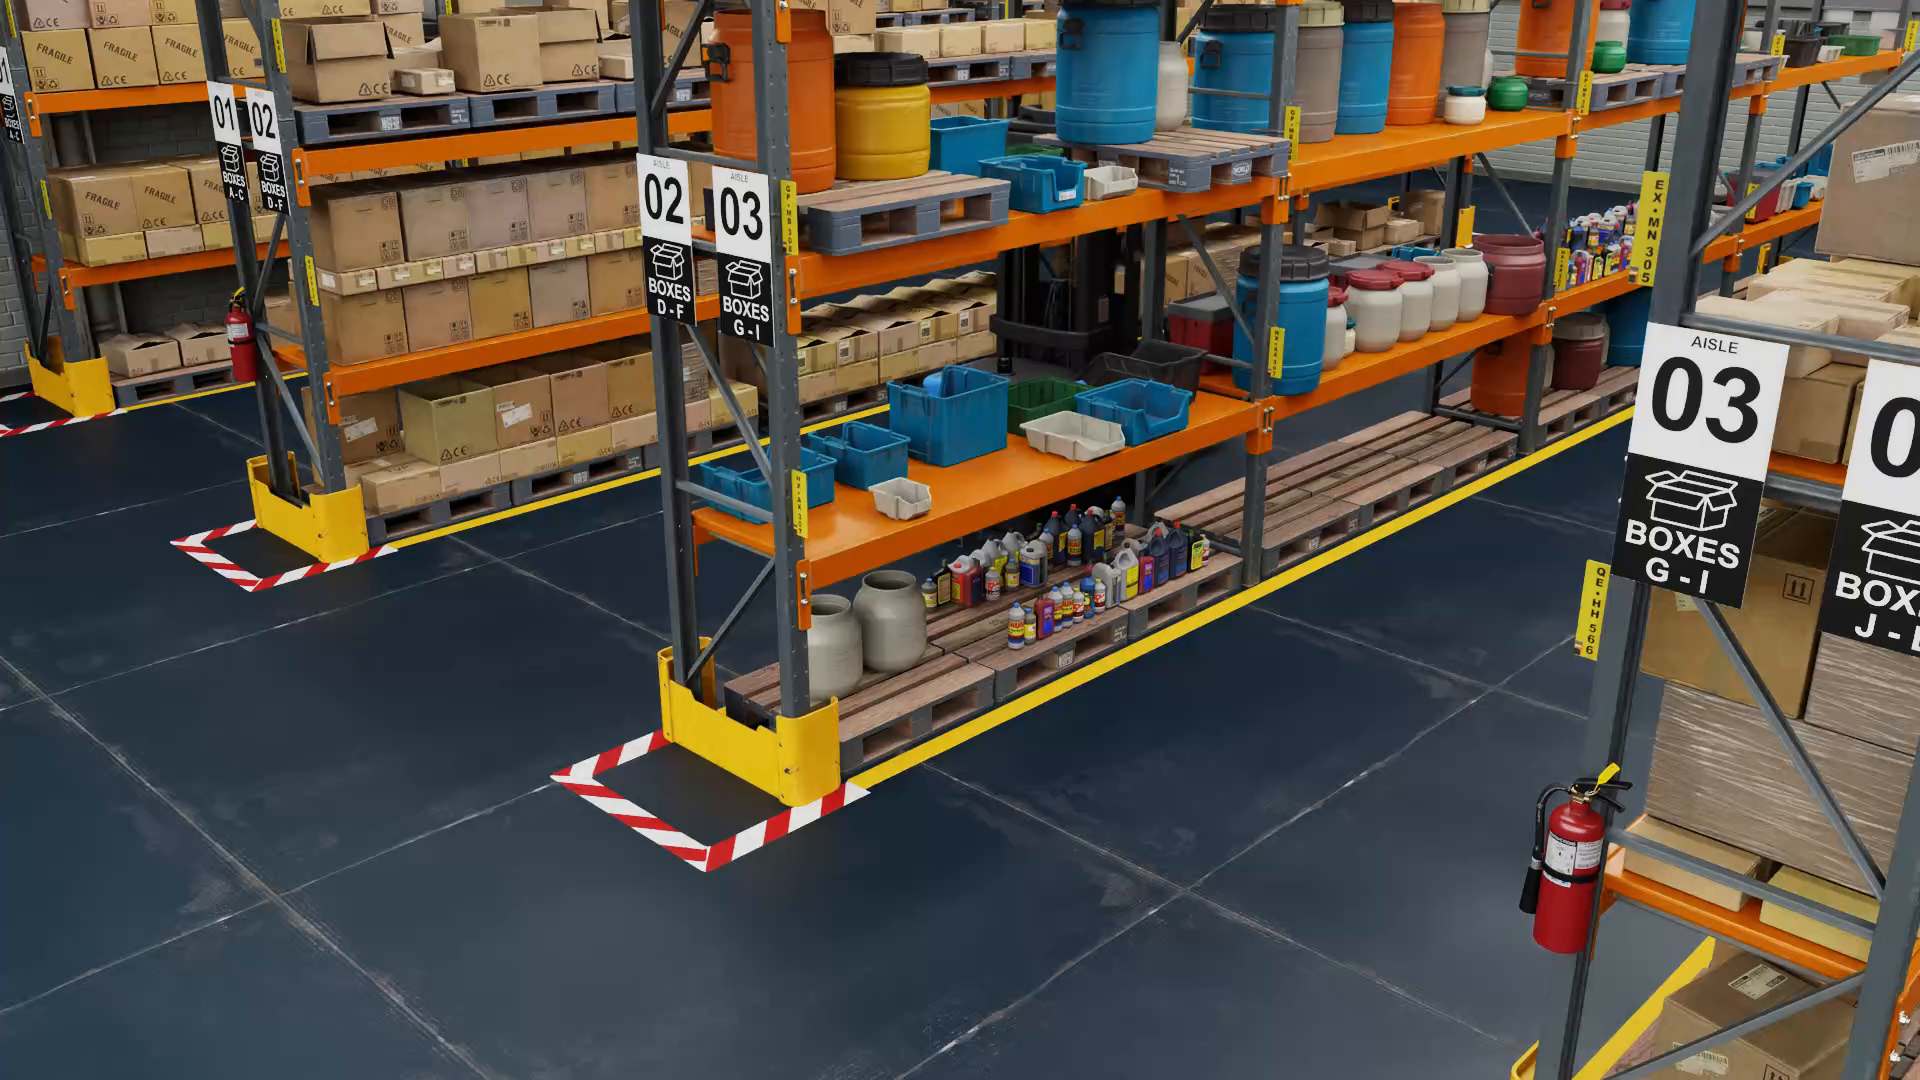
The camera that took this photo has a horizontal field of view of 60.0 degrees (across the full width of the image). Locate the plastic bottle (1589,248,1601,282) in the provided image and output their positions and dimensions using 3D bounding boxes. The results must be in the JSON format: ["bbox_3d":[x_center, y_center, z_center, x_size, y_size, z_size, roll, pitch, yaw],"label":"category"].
[{"bbox_3d":[5.406,-2.356,14.186,0.061,0.283,0.133,19,28,41],"label":"plastic bottle"}]

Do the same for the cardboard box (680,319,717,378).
[{"bbox_3d":[-2.461,-1.672,14.447,0.500,0.500,0.500,19,28,41],"label":"cardboard box"}]

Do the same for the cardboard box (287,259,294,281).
[{"bbox_3d":[-4.573,-1.918,11.840,0.380,0.149,0.250,19,28,40],"label":"cardboard box"}]

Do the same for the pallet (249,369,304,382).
[{"bbox_3d":[-6.759,-1.891,16.701,1.003,0.211,1.213,19,28,41],"label":"pallet"}]

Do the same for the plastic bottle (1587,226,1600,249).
[{"bbox_3d":[5.913,-2.826,15.523,0.097,0.201,0.097,0,21,0],"label":"plastic bottle"}]

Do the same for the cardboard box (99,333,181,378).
[{"bbox_3d":[-7.708,-1.767,15.625,0.500,0.311,0.500,15,26,35],"label":"cardboard box"}]

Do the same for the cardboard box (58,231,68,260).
[{"bbox_3d":[-8.068,-2.769,15.280,0.500,0.250,0.500,-20,28,-41],"label":"cardboard box"}]

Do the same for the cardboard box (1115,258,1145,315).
[{"bbox_3d":[1.761,-2.699,17.786,0.500,0.500,0.500,18,27,39],"label":"cardboard box"}]

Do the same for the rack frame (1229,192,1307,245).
[{"bbox_3d":[3.668,-4.507,19.620,1.000,3.000,0.127,19,28,41],"label":"rack frame"}]

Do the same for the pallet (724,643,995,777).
[{"bbox_3d":[-0.567,0.881,9.488,1.003,0.211,1.213,19,28,41],"label":"pallet"}]

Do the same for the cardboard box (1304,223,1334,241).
[{"bbox_3d":[4.385,-3.868,21.090,0.500,0.311,0.500,19,28,41],"label":"cardboard box"}]

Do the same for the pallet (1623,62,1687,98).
[{"bbox_3d":[5.948,-4.060,14.539,1.003,0.211,1.213,19,28,41],"label":"pallet"}]

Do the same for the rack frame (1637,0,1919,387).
[{"bbox_3d":[2.392,-1.742,4.065,1.000,3.000,0.127,19,28,41],"label":"rack frame"}]

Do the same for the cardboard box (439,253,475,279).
[{"bbox_3d":[-3.740,-2.015,12.094,0.380,0.149,0.250,19,28,40],"label":"cardboard box"}]

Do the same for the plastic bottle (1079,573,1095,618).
[{"bbox_3d":[0.781,0.333,10.218,0.097,0.271,0.097,0,21,0],"label":"plastic bottle"}]

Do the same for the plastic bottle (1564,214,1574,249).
[{"bbox_3d":[5.561,-2.832,15.330,0.144,0.351,0.185,19,28,41],"label":"plastic bottle"}]

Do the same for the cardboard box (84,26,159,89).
[{"bbox_3d":[-7.443,-4.270,14.655,0.500,0.500,0.500,-18,27,-39],"label":"cardboard box"}]

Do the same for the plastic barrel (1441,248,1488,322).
[{"bbox_3d":[3.859,-1.972,12.869,0.421,0.512,0.421,0,21,0],"label":"plastic barrel"}]

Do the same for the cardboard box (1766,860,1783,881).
[{"bbox_3d":[2.617,0.986,5.678,0.380,0.149,0.250,19,28,41],"label":"cardboard box"}]

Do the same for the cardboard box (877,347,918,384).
[{"bbox_3d":[-0.737,-1.670,15.485,0.500,0.250,0.500,18,28,39],"label":"cardboard box"}]

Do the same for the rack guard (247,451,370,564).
[{"bbox_3d":[-4.720,-0.249,12.027,1.175,0.500,0.348,19,28,41],"label":"rack guard"}]

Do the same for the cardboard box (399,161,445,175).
[{"bbox_3d":[-5.573,-3.780,16.864,0.500,0.500,0.500,19,28,41],"label":"cardboard box"}]

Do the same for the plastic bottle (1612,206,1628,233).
[{"bbox_3d":[6.363,-3.091,16.108,0.152,0.276,0.135,19,28,41],"label":"plastic bottle"}]

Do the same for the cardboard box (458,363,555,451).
[{"bbox_3d":[-3.483,-1.028,12.770,0.500,0.500,0.500,19,28,41],"label":"cardboard box"}]

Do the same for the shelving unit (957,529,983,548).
[{"bbox_3d":[0.006,-0.422,11.919,0.258,0.900,0.210,19,28,41],"label":"shelving unit"}]

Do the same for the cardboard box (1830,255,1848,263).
[{"bbox_3d":[3.275,-0.940,5.813,0.380,0.149,0.250,18,27,38],"label":"cardboard box"}]

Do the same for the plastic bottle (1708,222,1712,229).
[{"bbox_3d":[7.110,-2.955,15.858,0.097,0.201,0.097,0,21,0],"label":"plastic bottle"}]

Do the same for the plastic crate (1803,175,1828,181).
[{"bbox_3d":[9.566,-3.945,18.440,0.396,0.136,0.243,19,28,41],"label":"plastic crate"}]

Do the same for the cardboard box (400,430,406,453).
[{"bbox_3d":[-4.201,-0.678,12.905,0.500,0.250,0.500,19,28,41],"label":"cardboard box"}]

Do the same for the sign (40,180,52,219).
[{"bbox_3d":[-7.866,-2.930,14.309,0.100,0.325,0.005,19,28,41],"label":"sign"}]

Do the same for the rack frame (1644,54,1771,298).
[{"bbox_3d":[7.214,-3.266,16.392,1.000,3.000,0.127,19,28,41],"label":"rack frame"}]

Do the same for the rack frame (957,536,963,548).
[{"bbox_3d":[-0.065,-0.396,11.851,0.240,0.900,0.006,19,28,41],"label":"rack frame"}]

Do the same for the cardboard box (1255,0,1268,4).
[{"bbox_3d":[3.264,-6.085,18.681,0.600,0.600,0.600,16,26,36],"label":"cardboard box"}]

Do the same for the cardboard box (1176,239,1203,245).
[{"bbox_3d":[2.438,-3.216,19.131,0.500,0.500,0.500,20,29,41],"label":"cardboard box"}]

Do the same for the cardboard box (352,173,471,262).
[{"bbox_3d":[-3.969,-2.342,12.038,0.700,0.500,0.500,18,28,39],"label":"cardboard box"}]

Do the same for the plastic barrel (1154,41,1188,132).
[{"bbox_3d":[1.192,-2.797,10.248,0.421,0.512,0.421,0,21,0],"label":"plastic barrel"}]

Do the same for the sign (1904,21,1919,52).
[{"bbox_3d":[10.410,-5.512,18.200,0.100,0.325,0.005,19,28,41],"label":"sign"}]

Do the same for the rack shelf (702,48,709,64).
[{"bbox_3d":[-4.070,-5.268,18.421,1.077,0.370,4.000,19,28,41],"label":"rack shelf"}]

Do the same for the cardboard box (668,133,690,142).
[{"bbox_3d":[-3.366,-4.696,19.359,0.700,0.500,0.500,16,26,36],"label":"cardboard box"}]

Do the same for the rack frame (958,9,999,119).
[{"bbox_3d":[0.116,-5.746,22.843,1.000,3.000,0.127,19,28,41],"label":"rack frame"}]

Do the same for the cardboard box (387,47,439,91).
[{"bbox_3d":[-4.089,-3.376,11.924,0.500,0.250,0.500,19,28,41],"label":"cardboard box"}]

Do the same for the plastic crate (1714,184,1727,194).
[{"bbox_3d":[8.214,-3.694,17.789,0.293,0.136,0.466,19,28,41],"label":"plastic crate"}]

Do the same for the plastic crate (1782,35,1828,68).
[{"bbox_3d":[8.277,-4.856,16.529,0.497,0.269,0.590,19,28,41],"label":"plastic crate"}]

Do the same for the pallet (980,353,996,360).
[{"bbox_3d":[0.275,-1.975,16.920,1.003,0.211,1.213,19,28,41],"label":"pallet"}]

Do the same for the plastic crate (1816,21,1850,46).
[{"bbox_3d":[9.536,-5.604,18.476,0.497,0.269,0.590,19,28,41],"label":"plastic crate"}]

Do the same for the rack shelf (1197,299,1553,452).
[{"bbox_3d":[3.029,-1.388,12.508,1.077,0.370,4.000,19,28,41],"label":"rack shelf"}]

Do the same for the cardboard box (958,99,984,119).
[{"bbox_3d":[-0.025,-5.759,22.295,0.500,0.500,0.500,19,28,40],"label":"cardboard box"}]

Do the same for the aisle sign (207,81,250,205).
[{"bbox_3d":[-4.960,-2.692,11.275,0.394,0.787,0.004,19,28,41],"label":"aisle sign"}]

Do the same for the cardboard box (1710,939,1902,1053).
[{"bbox_3d":[3.232,1.710,6.343,0.500,0.500,0.500,-12,24,-28],"label":"cardboard box"}]

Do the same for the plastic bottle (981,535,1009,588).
[{"bbox_3d":[0.215,0.130,10.633,0.185,0.351,0.144,-19,28,-40],"label":"plastic bottle"}]

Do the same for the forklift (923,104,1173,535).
[{"bbox_3d":[1.044,-1.857,12.820,1.130,2.935,3.031,17,27,37],"label":"forklift"}]

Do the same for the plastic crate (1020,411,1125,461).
[{"bbox_3d":[0.682,-0.606,9.838,0.530,0.136,0.437,19,28,41],"label":"plastic crate"}]

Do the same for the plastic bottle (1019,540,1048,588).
[{"bbox_3d":[0.468,0.148,10.691,0.152,0.276,0.135,19,28,41],"label":"plastic bottle"}]

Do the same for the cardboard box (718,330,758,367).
[{"bbox_3d":[-1.836,-1.801,15.044,0.500,0.311,0.500,19,28,41],"label":"cardboard box"}]

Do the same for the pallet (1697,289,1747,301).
[{"bbox_3d":[8.551,-2.479,18.229,1.003,0.211,1.213,19,28,41],"label":"pallet"}]

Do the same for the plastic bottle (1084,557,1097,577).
[{"bbox_3d":[0.839,0.237,10.450,0.061,0.283,0.133,19,28,41],"label":"plastic bottle"}]

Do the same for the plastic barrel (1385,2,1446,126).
[{"bbox_3d":[3.239,-3.514,12.256,0.600,0.830,0.708,19,28,41],"label":"plastic barrel"}]
